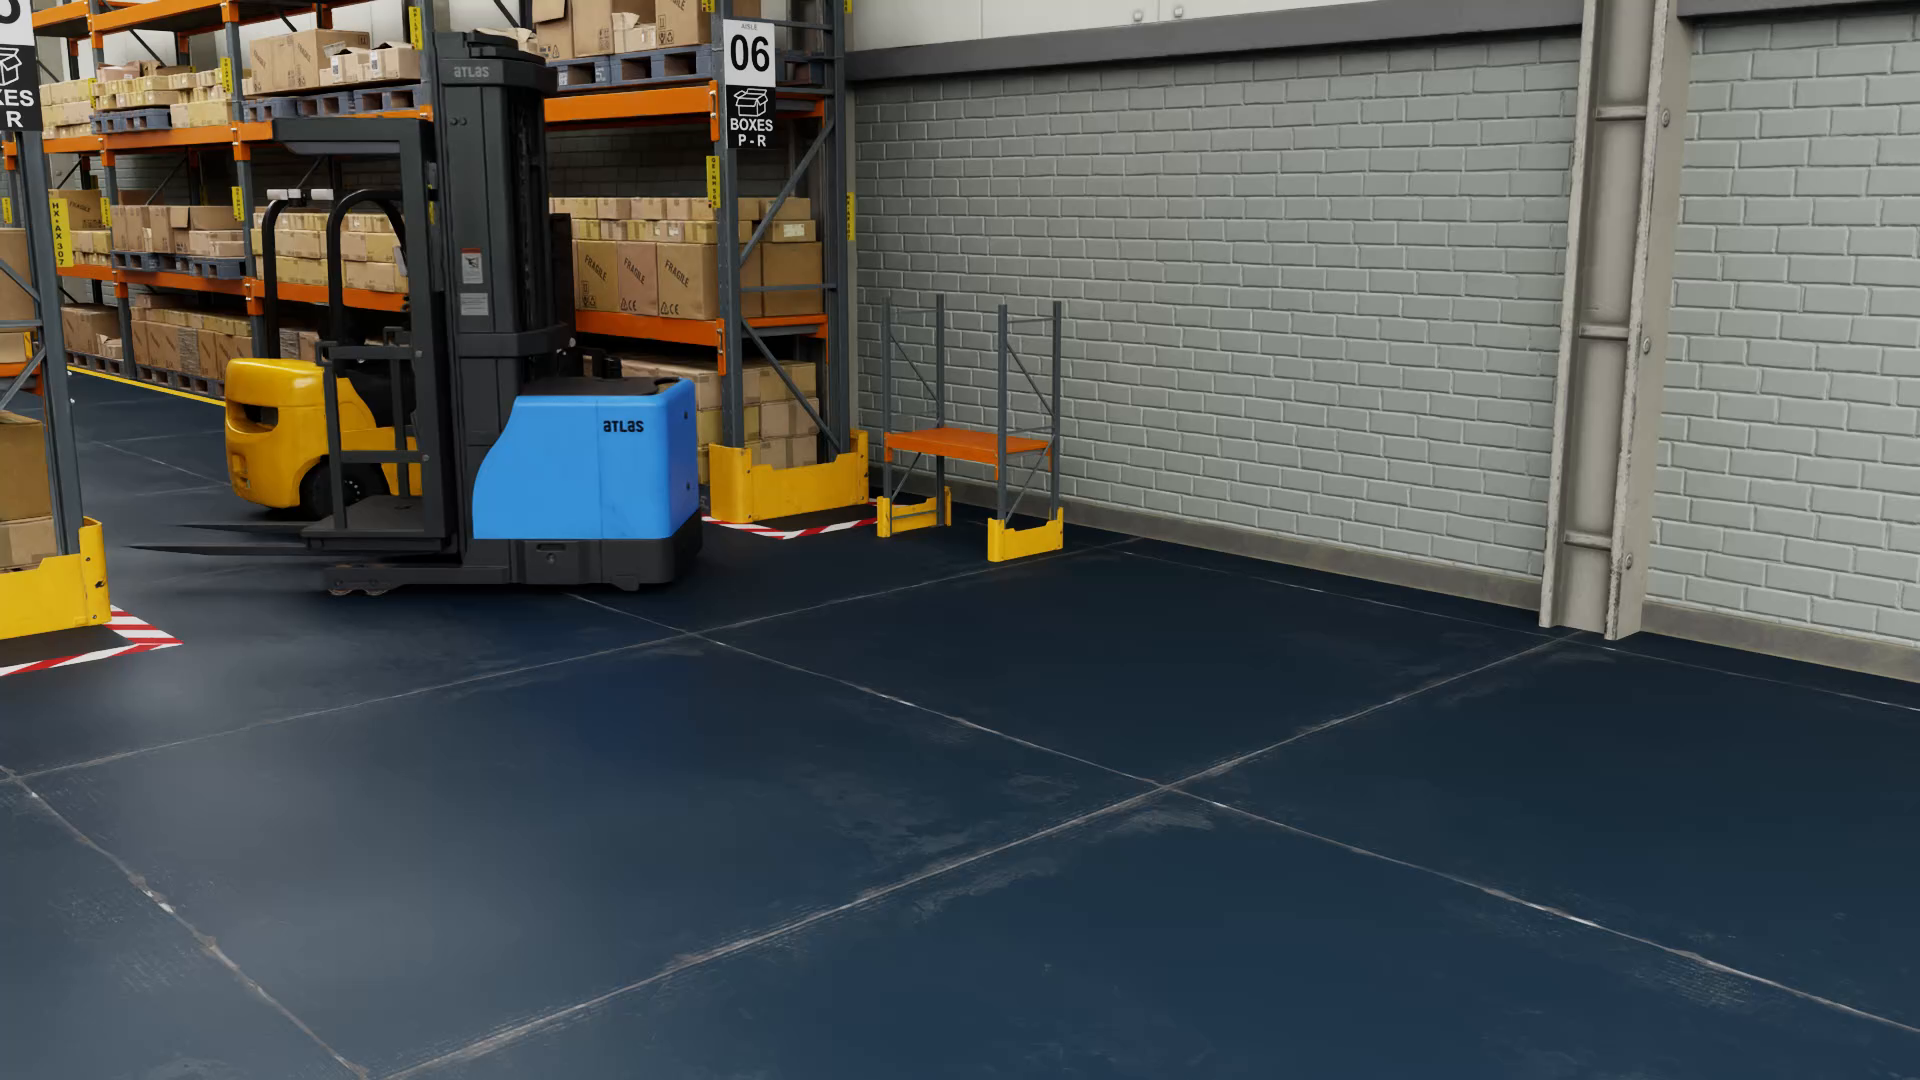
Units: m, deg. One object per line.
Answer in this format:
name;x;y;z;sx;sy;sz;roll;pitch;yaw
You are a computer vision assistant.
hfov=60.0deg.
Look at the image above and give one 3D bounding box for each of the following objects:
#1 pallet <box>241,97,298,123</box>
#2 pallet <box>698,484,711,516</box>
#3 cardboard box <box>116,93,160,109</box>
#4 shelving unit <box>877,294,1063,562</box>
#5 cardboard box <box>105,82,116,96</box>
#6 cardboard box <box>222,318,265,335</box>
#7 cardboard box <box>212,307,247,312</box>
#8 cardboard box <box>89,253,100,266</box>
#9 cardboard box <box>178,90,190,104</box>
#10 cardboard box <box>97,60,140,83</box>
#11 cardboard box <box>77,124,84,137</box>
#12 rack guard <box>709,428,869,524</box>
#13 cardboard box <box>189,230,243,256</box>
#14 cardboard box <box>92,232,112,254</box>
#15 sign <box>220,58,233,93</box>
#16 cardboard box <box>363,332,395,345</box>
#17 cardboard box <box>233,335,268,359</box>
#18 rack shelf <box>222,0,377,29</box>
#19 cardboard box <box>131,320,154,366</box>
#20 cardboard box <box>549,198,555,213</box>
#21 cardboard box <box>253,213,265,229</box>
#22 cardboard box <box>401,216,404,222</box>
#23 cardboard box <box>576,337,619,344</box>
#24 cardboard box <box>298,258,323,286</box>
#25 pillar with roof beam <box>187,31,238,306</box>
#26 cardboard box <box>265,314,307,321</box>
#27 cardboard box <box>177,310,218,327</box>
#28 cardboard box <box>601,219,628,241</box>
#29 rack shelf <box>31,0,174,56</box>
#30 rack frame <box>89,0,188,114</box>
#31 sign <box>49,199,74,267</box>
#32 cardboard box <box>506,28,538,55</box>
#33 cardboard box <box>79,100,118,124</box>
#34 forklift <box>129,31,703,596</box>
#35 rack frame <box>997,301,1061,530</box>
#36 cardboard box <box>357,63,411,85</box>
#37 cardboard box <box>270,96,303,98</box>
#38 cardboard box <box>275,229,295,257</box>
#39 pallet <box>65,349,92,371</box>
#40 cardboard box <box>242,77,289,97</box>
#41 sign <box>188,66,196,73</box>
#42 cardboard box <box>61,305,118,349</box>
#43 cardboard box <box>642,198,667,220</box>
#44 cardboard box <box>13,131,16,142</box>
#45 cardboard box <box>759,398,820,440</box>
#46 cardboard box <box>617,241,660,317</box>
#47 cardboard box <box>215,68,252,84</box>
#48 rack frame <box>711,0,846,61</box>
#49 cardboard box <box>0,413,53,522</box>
pallet;-6.163;-4.139;16.100;1.213;0.211;1.003;-10;15;-40
pallet;-1.730;-0.421;11.932;1.003;0.211;1.213;-11;16;-43
cardboard box;-9.028;-4.819;18.270;0.380;0.149;0.250;-11;16;-42
shelving unit;0.053;-0.723;10.206;0.587;1.500;1.083;-11;16;-43
cardboard box;-9.334;-5.045;18.629;0.380;0.149;0.250;-11;16;-42
cardboard box;-7.431;-2.220;17.299;0.250;0.149;0.380;11;16;42
cardboard box;-8.289;-2.565;18.972;0.380;0.149;0.250;-10;16;-41
cardboard box;-10.254;-3.390;20.055;0.380;0.149;0.250;-10;16;-41
cardboard box;-7.985;-4.649;17.494;0.380;0.149;0.250;-10;15;-41
cardboard box;-9.503;-5.289;18.786;0.396;0.266;0.258;-11;16;-43
cardboard box;-10.266;-4.866;19.787;0.380;0.149;0.250;-10;15;-41
rack guard;-1.155;-0.453;11.372;1.175;0.500;0.348;-11;16;-43
cardboard box;-7.659;-3.090;17.305;0.500;0.250;0.500;11;16;42
cardboard box;-9.987;-3.545;19.818;0.500;0.250;0.500;-10;16;-41
sign;-7.090;-4.496;16.084;0.100;0.325;0.005;-11;16;-43
cardboard box;-5.353;-1.606;15.616;0.625;0.625;0.875;11;16;43
cardboard box;-7.144;-1.862;17.168;0.500;0.500;0.500;-10;15;-41
rack shelf;-5.315;-4.947;14.895;1.077;0.370;4.000;-11;16;-43
cardboard box;-9.287;-2.312;19.353;0.500;0.500;0.500;-10;15;-40
cardboard box;-2.981;-2.512;12.580;0.380;0.149;0.250;-11;16;-43
cardboard box;-6.689;-3.128;16.304;0.380;0.149;0.250;-10;15;-41
cardboard box;-4.522;-2.686;14.157;0.380;0.149;0.250;-11;16;-43
cardboard box;-3.093;-1.497;13.538;0.500;0.250;0.500;-11;16;-43
cardboard box;-5.862;-2.528;15.620;0.500;0.250;0.500;11;16;43
pillar with roof beam;-12.401;-5.998;17.223;9.100;9.000;0.400;-11;16;-43
cardboard box;-7.225;-2.335;17.857;0.380;0.149;0.250;-11;16;-42
cardboard box;-8.456;-2.460;18.465;0.380;0.149;0.250;-10;15;-41
cardboard box;-2.328;-2.209;11.844;0.250;0.149;0.380;11;16;43
rack shelf;-10.840;-6.309;20.522;1.077;0.370;4.000;-11;16;-43
rack frame;-9.459;-6.371;19.032;1.000;3.000;0.127;-11;16;-43
sign;-4.367;-1.488;8.057;0.100;0.325;0.005;-11;16;-43
cardboard box;-3.129;-3.664;12.372;0.258;0.266;0.396;11;16;44
cardboard box;-9.973;-5.009;19.492;0.500;0.250;0.500;-11;16;-42
forklift;-3.047;-1.242;9.178;3.031;2.935;1.130;0;12;1
rack frame;0.410;-0.648;9.840;0.500;1.500;0.032;-11;16;-43
cardboard box;-4.913;-3.984;14.214;0.380;0.149;0.250;-11;16;-43
cardboard box;-6.776;-4.526;16.897;0.380;0.149;0.250;-11;16;-42
cardboard box;-6.222;-2.848;15.934;0.500;0.250;0.500;-10;15;-41
pallet;-10.779;-2.345;21.271;1.003;0.211;1.213;-11;16;-43
cardboard box;-6.675;-4.365;16.020;0.380;0.166;0.250;-11;16;-43
sign;-9.060;-5.425;19.621;0.100;0.325;0.005;-11;16;-43
cardboard box;-11.305;-2.765;21.552;0.700;0.500;0.500;-10;15;-40
cardboard box;-1.964;-2.282;11.463;0.380;0.149;0.250;-10;16;-41
cardboard box;-12.169;-5.283;21.811;0.380;0.149;0.250;-10;16;-41
cardboard box;-1.346;-0.882;11.795;0.500;0.250;0.500;-11;16;-42
cardboard box;-2.053;-1.842;11.672;0.500;0.500;0.500;-10;15;-41
cardboard box;-7.148;-4.594;16.490;0.380;0.149;0.250;-10;15;-41
rack frame;-1.172;-4.619;10.532;1.000;3.000;0.127;-11;16;-43
cardboard box;-5.133;-0.375;8.711;0.500;0.500;0.500;11;16;43
